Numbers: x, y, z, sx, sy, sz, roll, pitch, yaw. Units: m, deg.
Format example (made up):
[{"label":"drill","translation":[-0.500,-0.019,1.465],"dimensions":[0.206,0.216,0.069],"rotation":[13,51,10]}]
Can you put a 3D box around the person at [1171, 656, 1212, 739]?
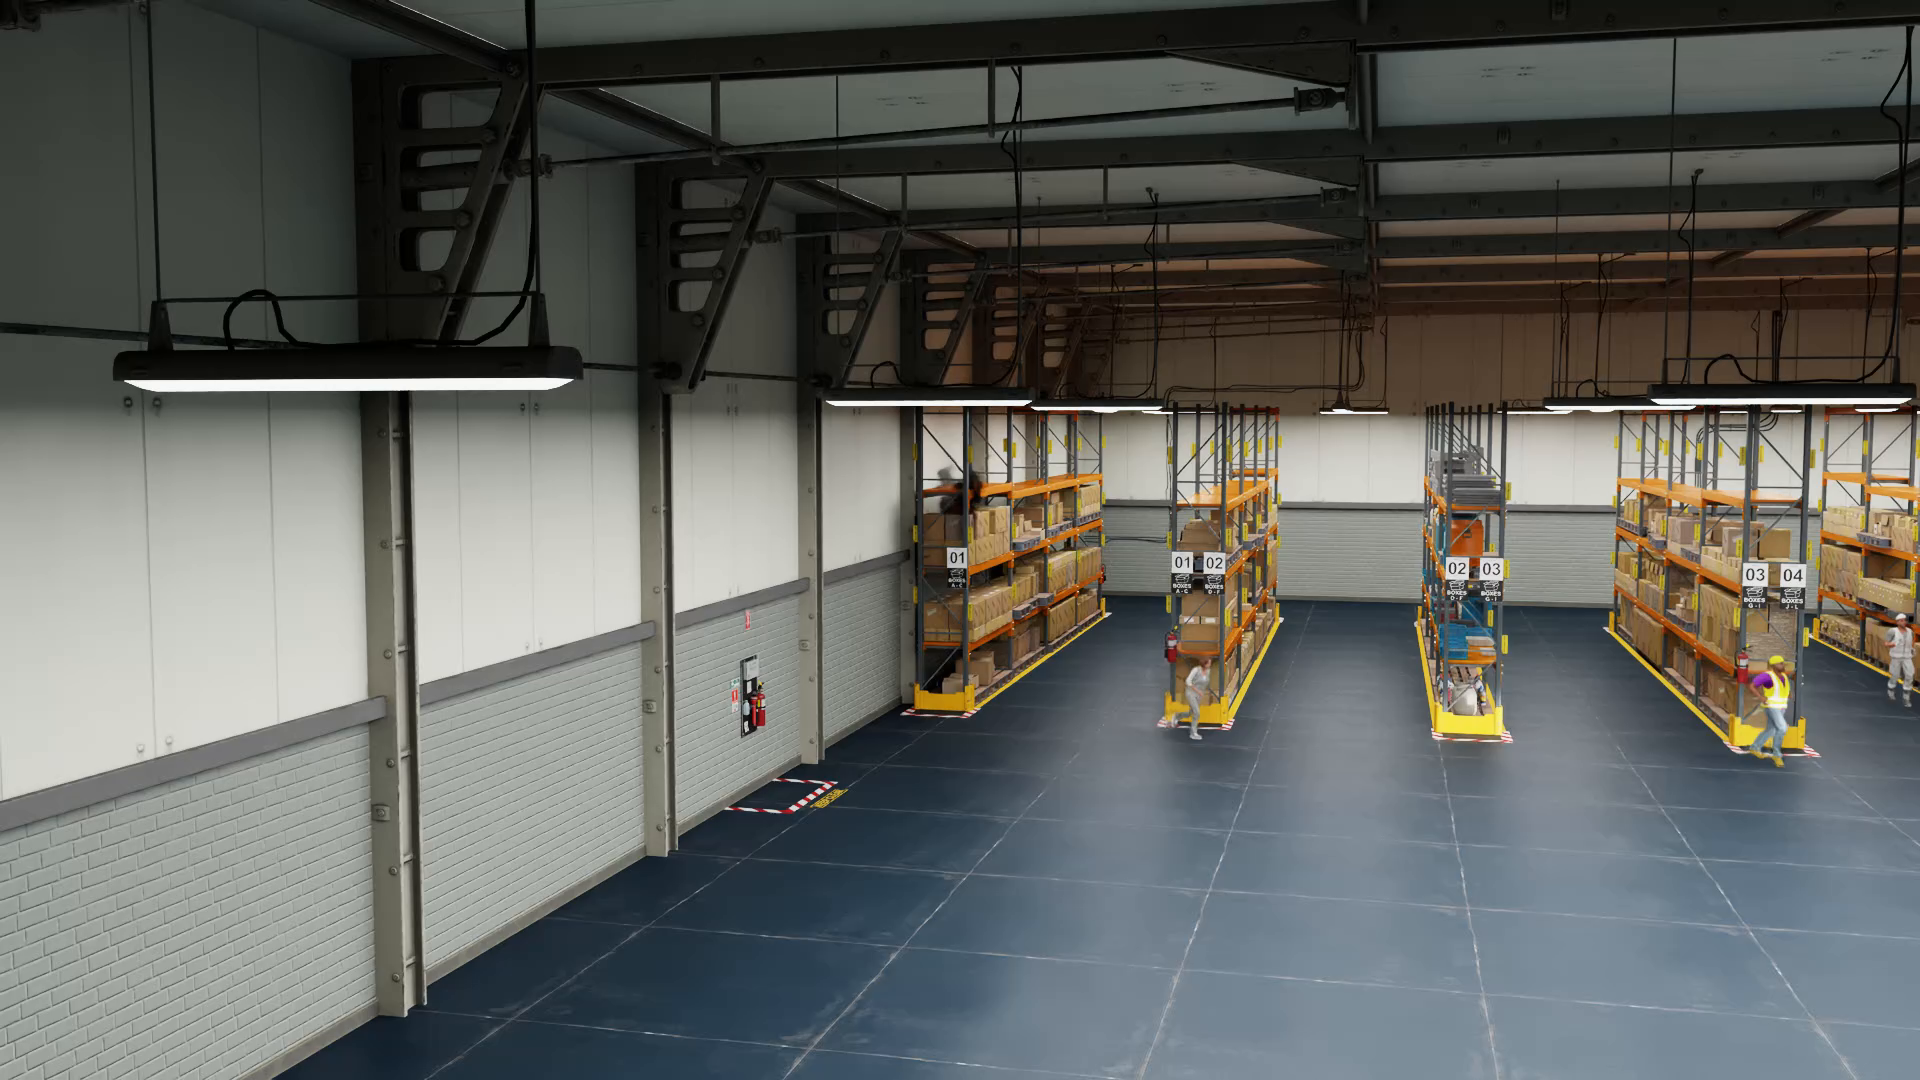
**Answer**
[{"label":"person","translation":[2.260,2.576,32.657],"dimensions":[1.201,1.505,7.700],"rotation":[-3,5,-39]}]

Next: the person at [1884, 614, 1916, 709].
[{"label":"person","translation":[18.663,2.376,33.009],"dimensions":[0.608,1.832,0.765],"rotation":[1,4,10]}]

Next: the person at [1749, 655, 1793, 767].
[{"label":"person","translation":[13.467,2.823,27.542],"dimensions":[0.732,1.842,0.680],"rotation":[-3,5,-32]}]
